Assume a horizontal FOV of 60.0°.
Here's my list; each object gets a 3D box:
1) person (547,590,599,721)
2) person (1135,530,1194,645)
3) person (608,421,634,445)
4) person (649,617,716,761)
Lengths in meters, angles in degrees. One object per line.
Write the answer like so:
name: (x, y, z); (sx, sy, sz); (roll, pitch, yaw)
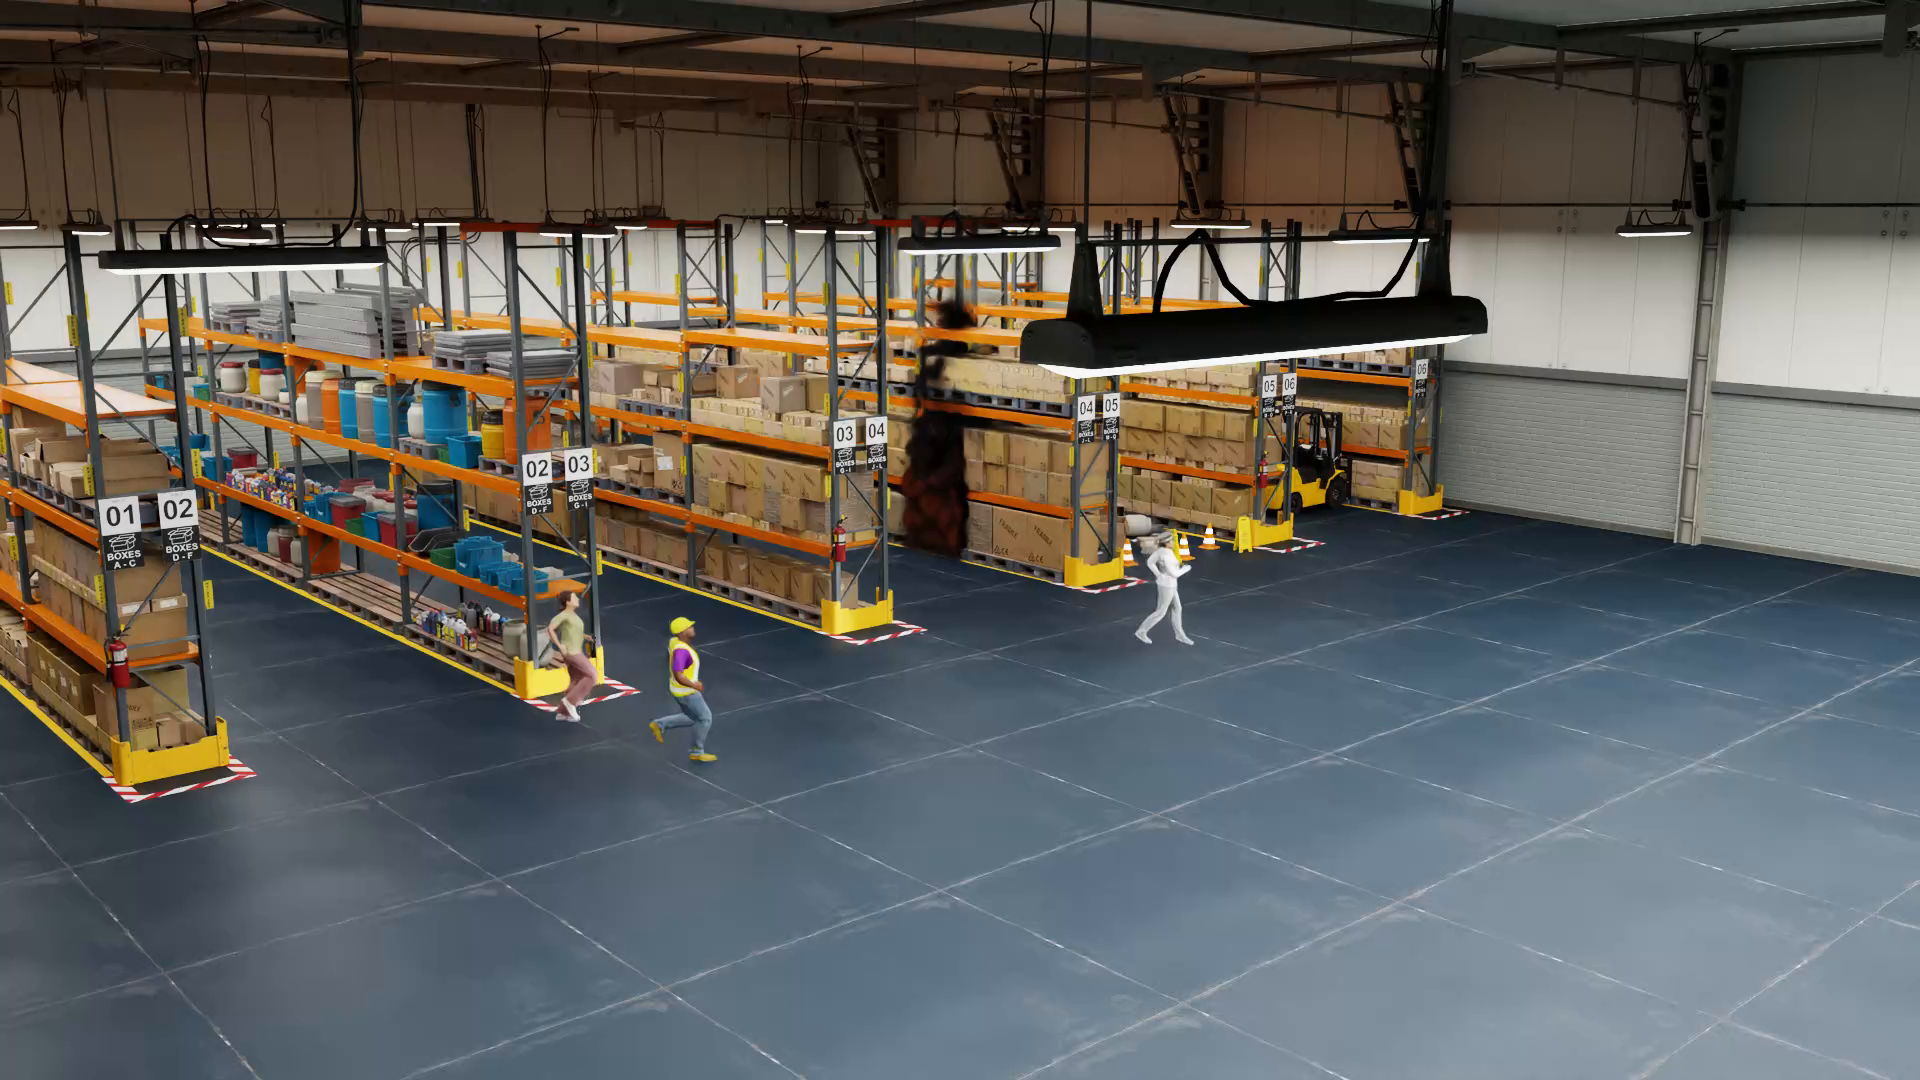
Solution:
person: (-4.790, 1.434, 20.712); (0.577, 1.605, 0.602); (-1, 11, -6)
person: (2.970, 0.700, 24.027); (0.892, 1.712, 0.599); (0, 11, -2)
person: (-7.377, -1.760, 36.350); (0.680, 1.679, 0.643); (-7, 13, -31)
person: (-3.193, 1.725, 19.054); (0.736, 1.723, 0.716); (-4, 12, -21)
